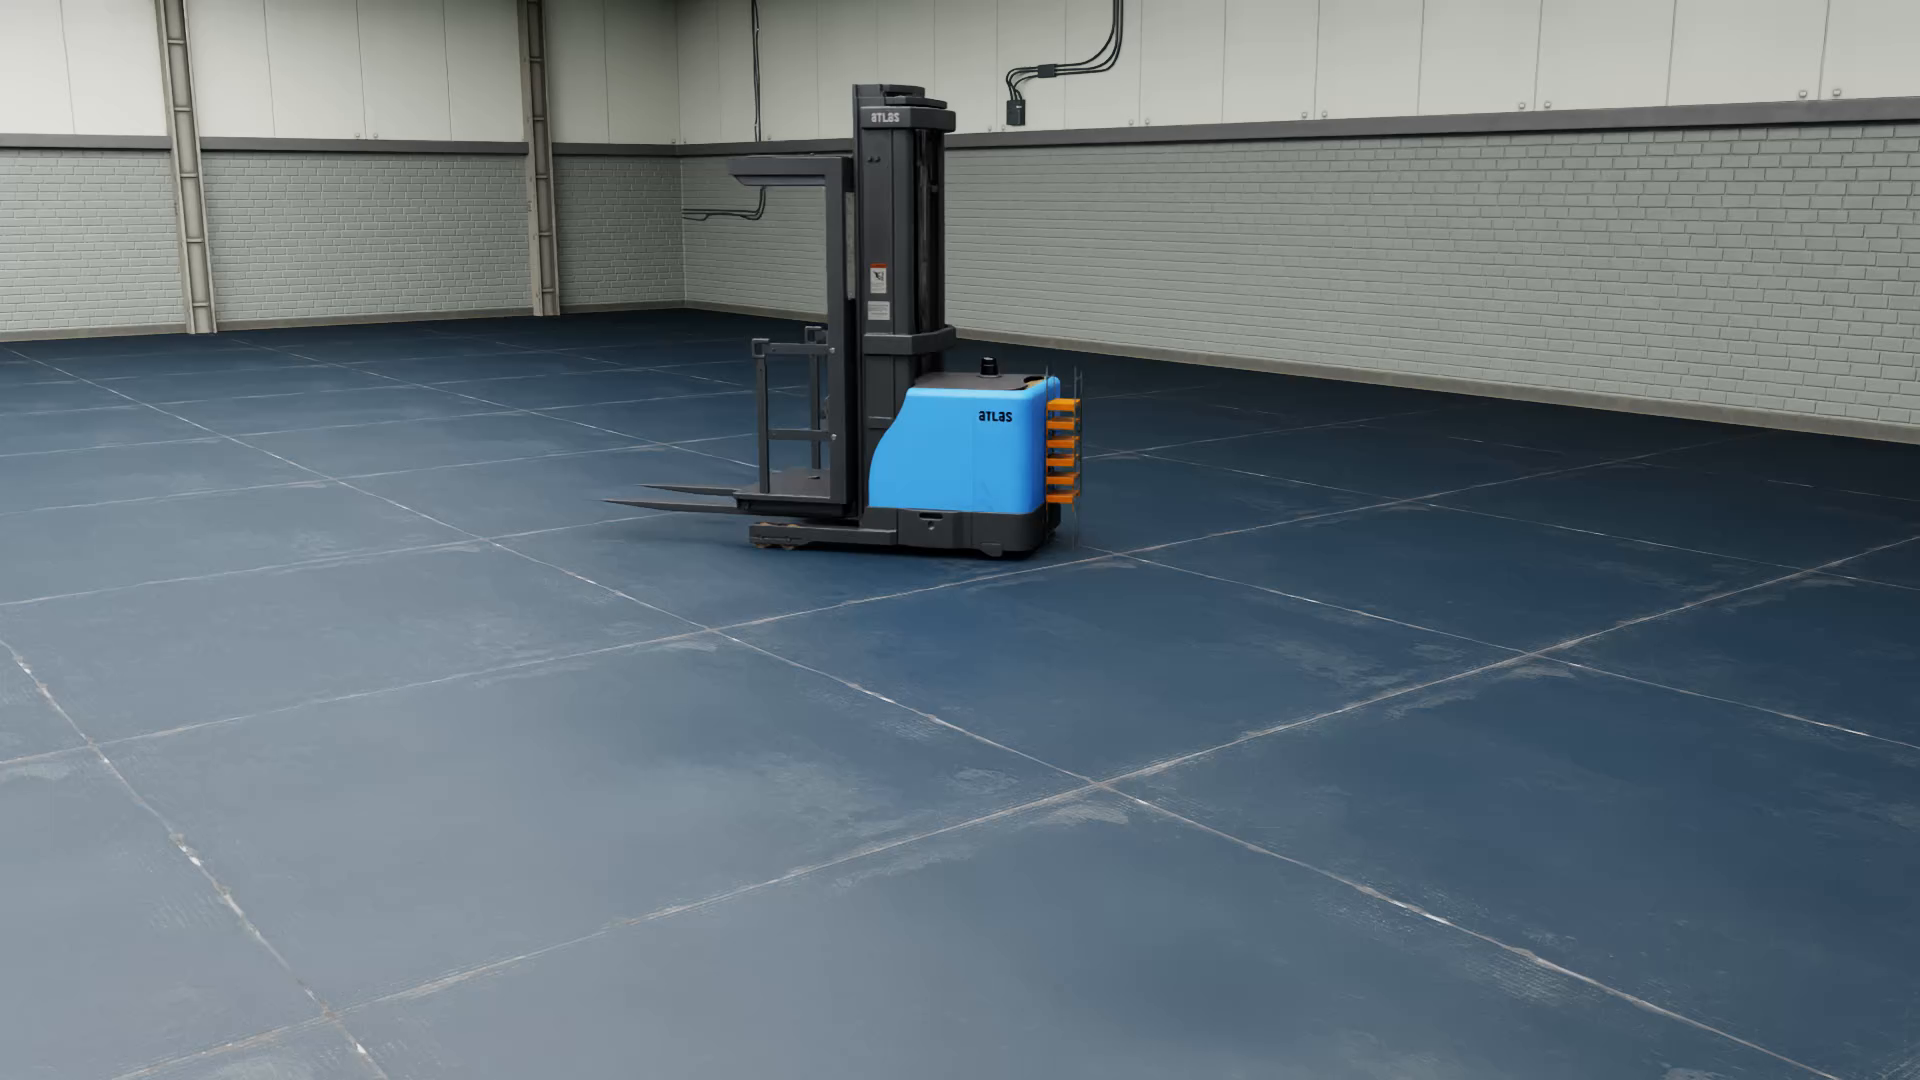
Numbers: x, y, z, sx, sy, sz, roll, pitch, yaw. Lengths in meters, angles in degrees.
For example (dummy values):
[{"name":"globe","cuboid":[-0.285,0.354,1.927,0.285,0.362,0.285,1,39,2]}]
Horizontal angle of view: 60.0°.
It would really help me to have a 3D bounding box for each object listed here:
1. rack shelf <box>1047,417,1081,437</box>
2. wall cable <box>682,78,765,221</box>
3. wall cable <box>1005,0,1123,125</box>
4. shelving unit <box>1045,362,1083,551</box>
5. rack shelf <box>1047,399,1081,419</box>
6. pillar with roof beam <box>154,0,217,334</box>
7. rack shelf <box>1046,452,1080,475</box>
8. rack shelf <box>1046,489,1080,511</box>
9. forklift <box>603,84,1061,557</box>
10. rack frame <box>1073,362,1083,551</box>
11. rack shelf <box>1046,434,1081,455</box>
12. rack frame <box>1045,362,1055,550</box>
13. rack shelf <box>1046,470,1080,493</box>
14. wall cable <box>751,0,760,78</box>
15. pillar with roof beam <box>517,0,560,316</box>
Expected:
[{"name":"rack shelf","cuboid":[0.674,-0.733,10.745,0.180,0.103,0.258,3,13,15]},{"name":"wall cable","cuboid":[-4.492,-7.197,30.832,0.112,2.526,3.097,-9,15,-38]},{"name":"wall cable","cuboid":[1.426,-8.837,22.895,0.169,6.003,2.305,-9,15,-38]},{"name":"shelving unit","cuboid":[0.675,-0.542,10.786,0.189,1.200,0.258,3,13,15]},{"name":"rack shelf","cuboid":[0.673,-0.850,10.720,0.180,0.103,0.258,3,13,15]},{"name":"pillar with roof beam","cuboid":[-9.615,-7.071,22.764,0.400,9.000,9.100,-9,15,-38]},{"name":"rack shelf","cuboid":[0.675,-0.498,10.796,0.180,0.103,0.258,3,13,15]},{"name":"rack shelf","cuboid":[0.676,-0.264,10.846,0.180,0.103,0.258,3,13,15]},{"name":"forklift","cuboid":[-0.888,-1.472,11.004,3.031,2.935,1.130,3,12,15]},{"name":"rack frame","cuboid":[0.763,-0.537,10.763,0.006,1.200,0.240,3,13,15]},{"name":"rack shelf","cuboid":[0.674,-0.615,10.770,0.180,0.103,0.258,3,13,15]},{"name":"rack frame","cuboid":[0.586,-0.546,10.809,0.006,1.200,0.240,3,13,15]},{"name":"rack shelf","cuboid":[0.675,-0.381,10.821,0.180,0.103,0.258,3,13,15]},{"name":"wall cable","cuboid":[-2.802,-9.228,28.241,0.112,2.526,3.097,-9,15,-38]},{"name":"pillar with roof beam","cuboid":[-4.930,-7.850,26.431,0.400,9.000,9.100,-9,15,-38]}]
